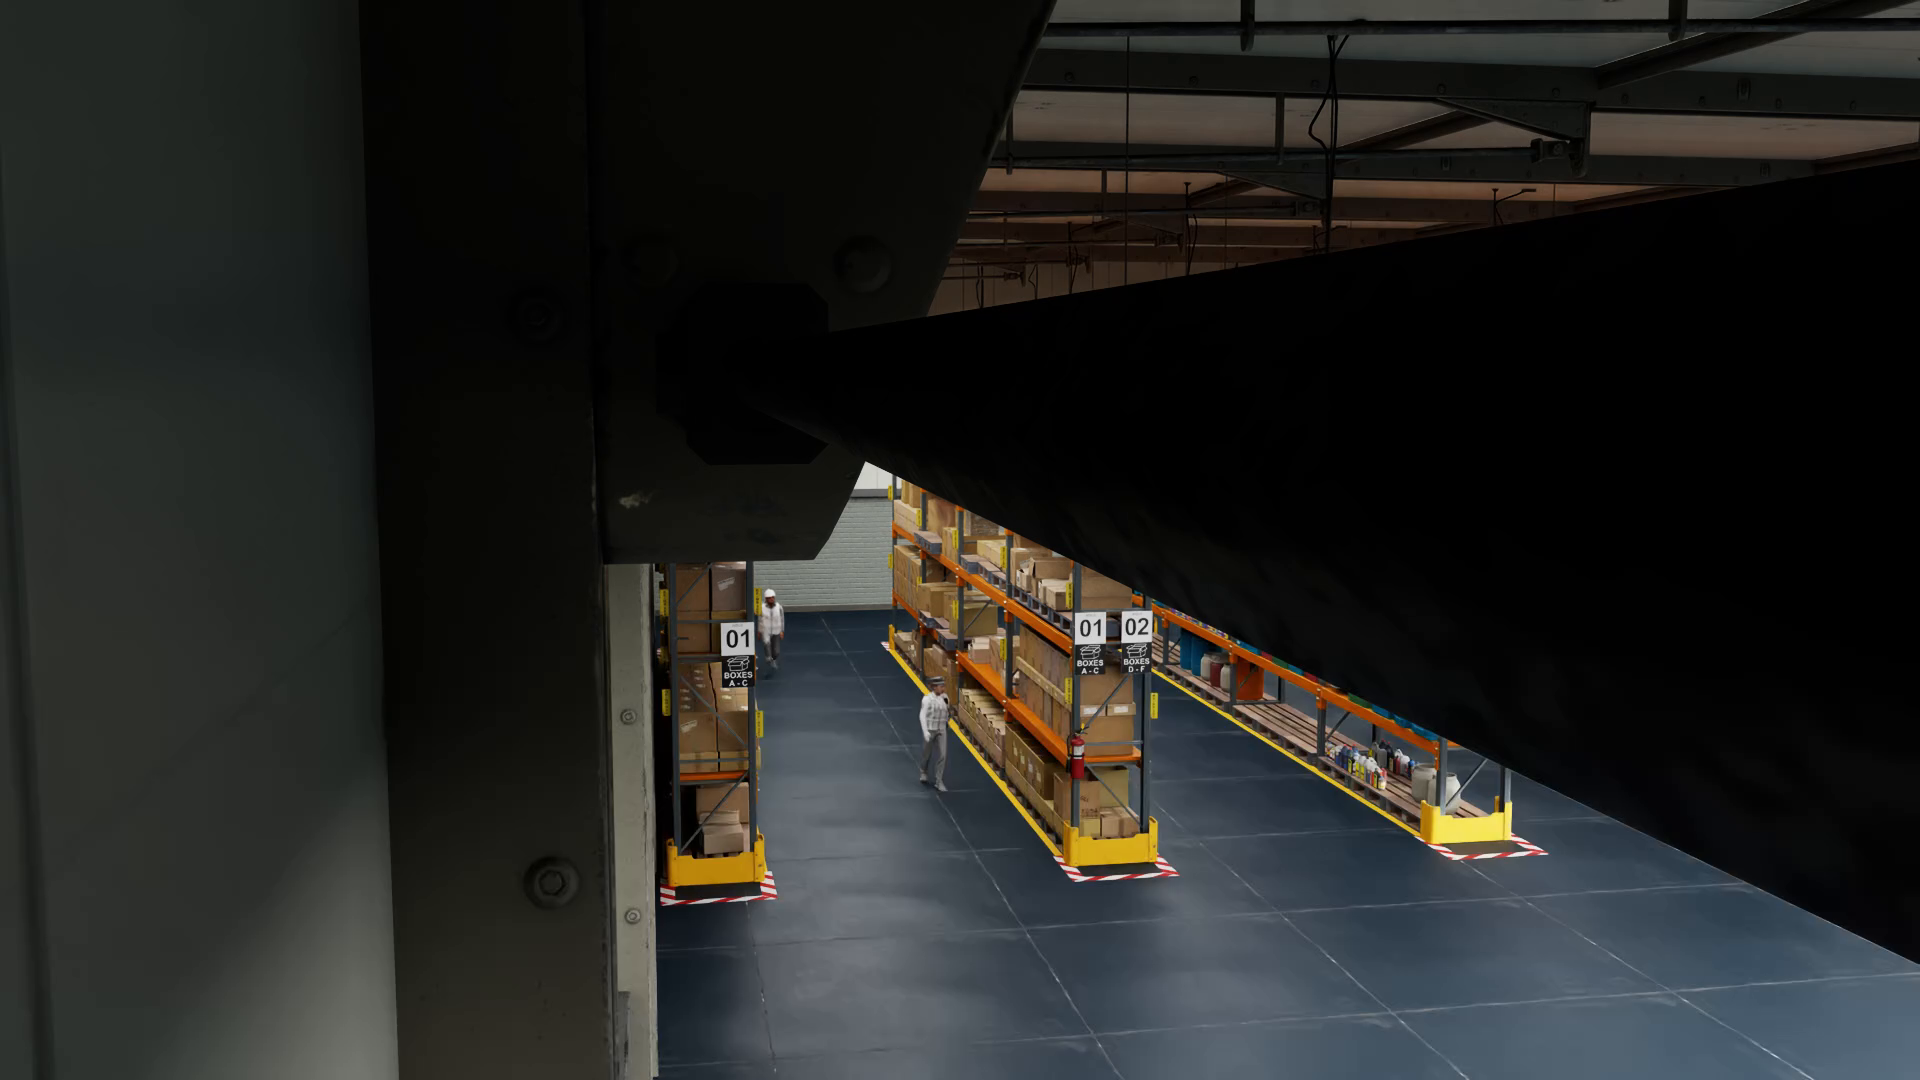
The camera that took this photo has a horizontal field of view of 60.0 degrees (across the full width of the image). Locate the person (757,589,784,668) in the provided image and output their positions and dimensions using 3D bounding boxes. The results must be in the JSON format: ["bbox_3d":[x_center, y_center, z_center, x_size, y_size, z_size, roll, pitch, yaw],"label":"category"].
[{"bbox_3d":[-3.813,1.814,33.536,0.546,1.677,1.002,-2,6,-14],"label":"person"}]

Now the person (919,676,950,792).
[{"bbox_3d":[-0.357,2.854,24.746,0.562,1.673,0.743,-4,7,-30],"label":"person"}]
